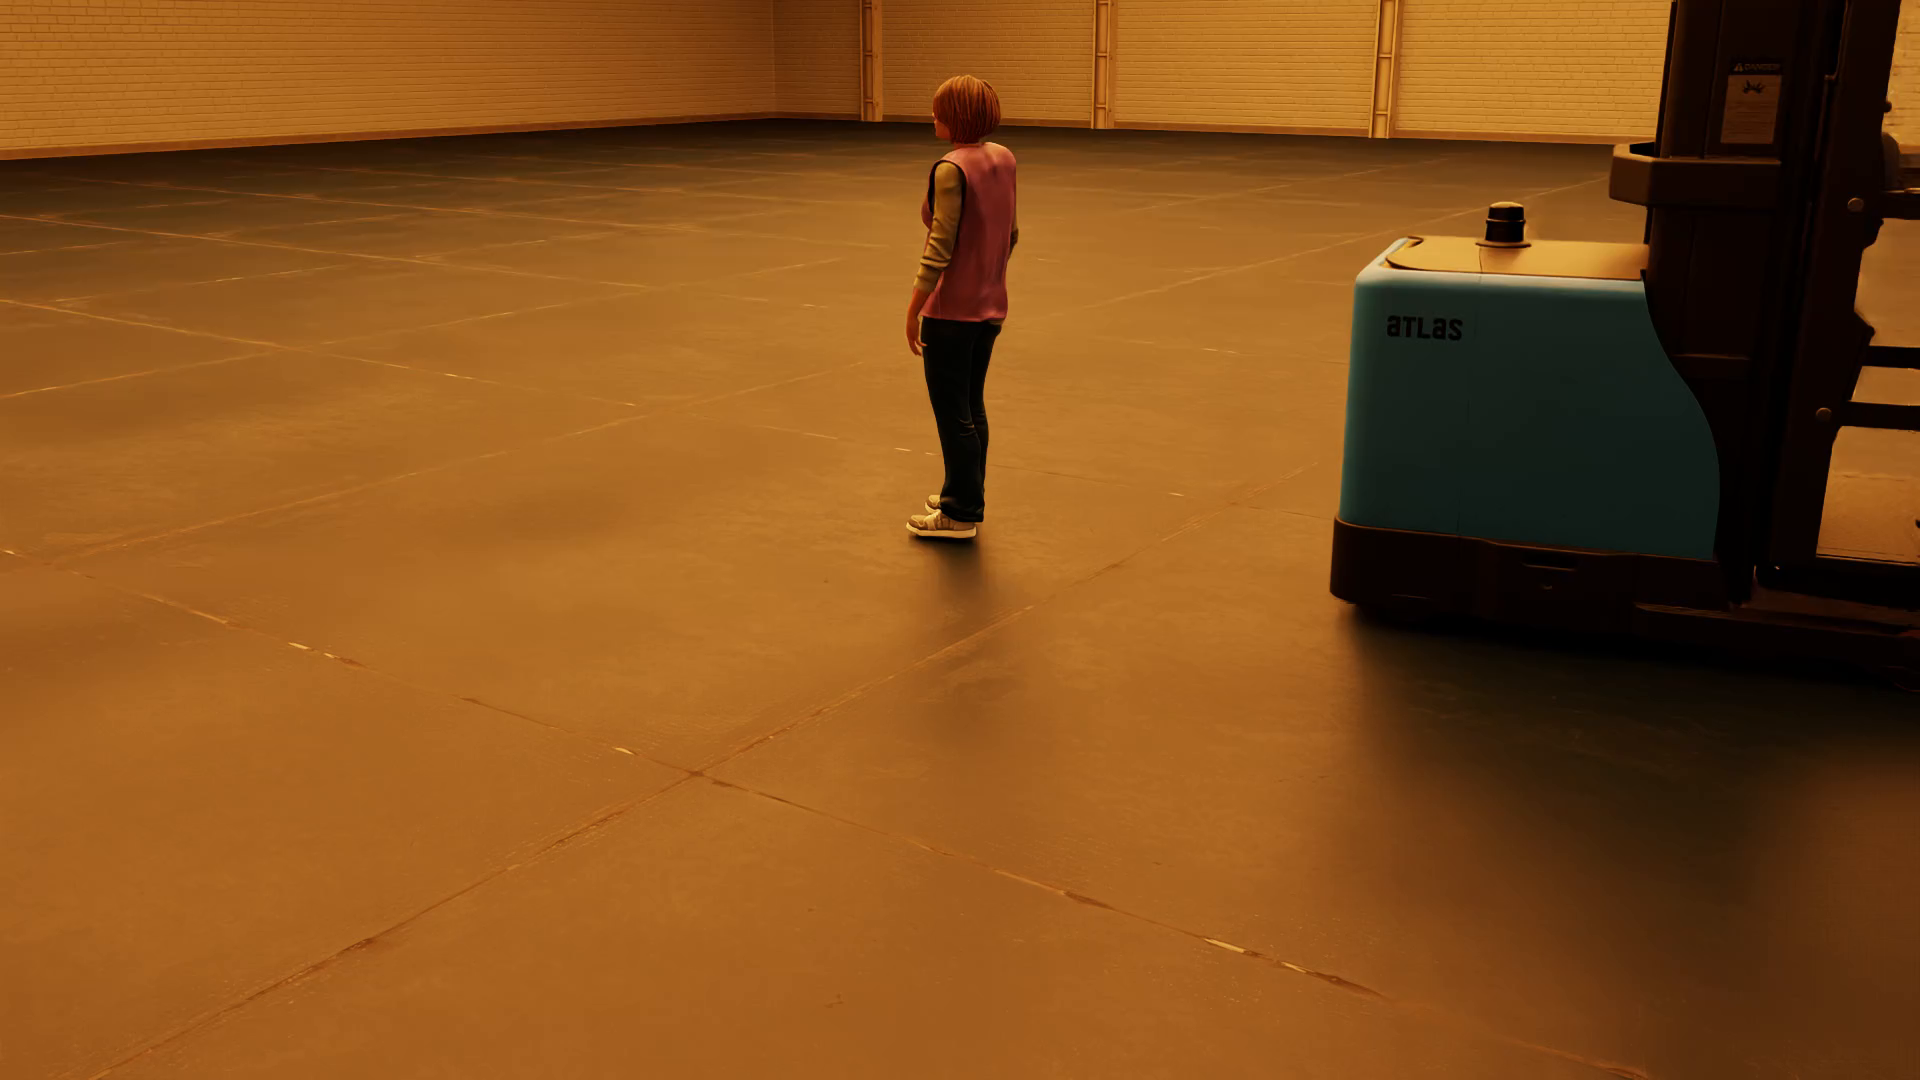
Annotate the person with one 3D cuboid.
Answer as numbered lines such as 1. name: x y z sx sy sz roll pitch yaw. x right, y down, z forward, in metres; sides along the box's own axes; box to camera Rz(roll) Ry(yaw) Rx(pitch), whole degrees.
1. person: -0.054 -0.787 5.769 0.473 1.599 0.521 11 20 33

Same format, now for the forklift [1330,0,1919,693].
1. forklift: 2.718 -1.139 4.643 3.031 2.935 1.130 6 18 20
